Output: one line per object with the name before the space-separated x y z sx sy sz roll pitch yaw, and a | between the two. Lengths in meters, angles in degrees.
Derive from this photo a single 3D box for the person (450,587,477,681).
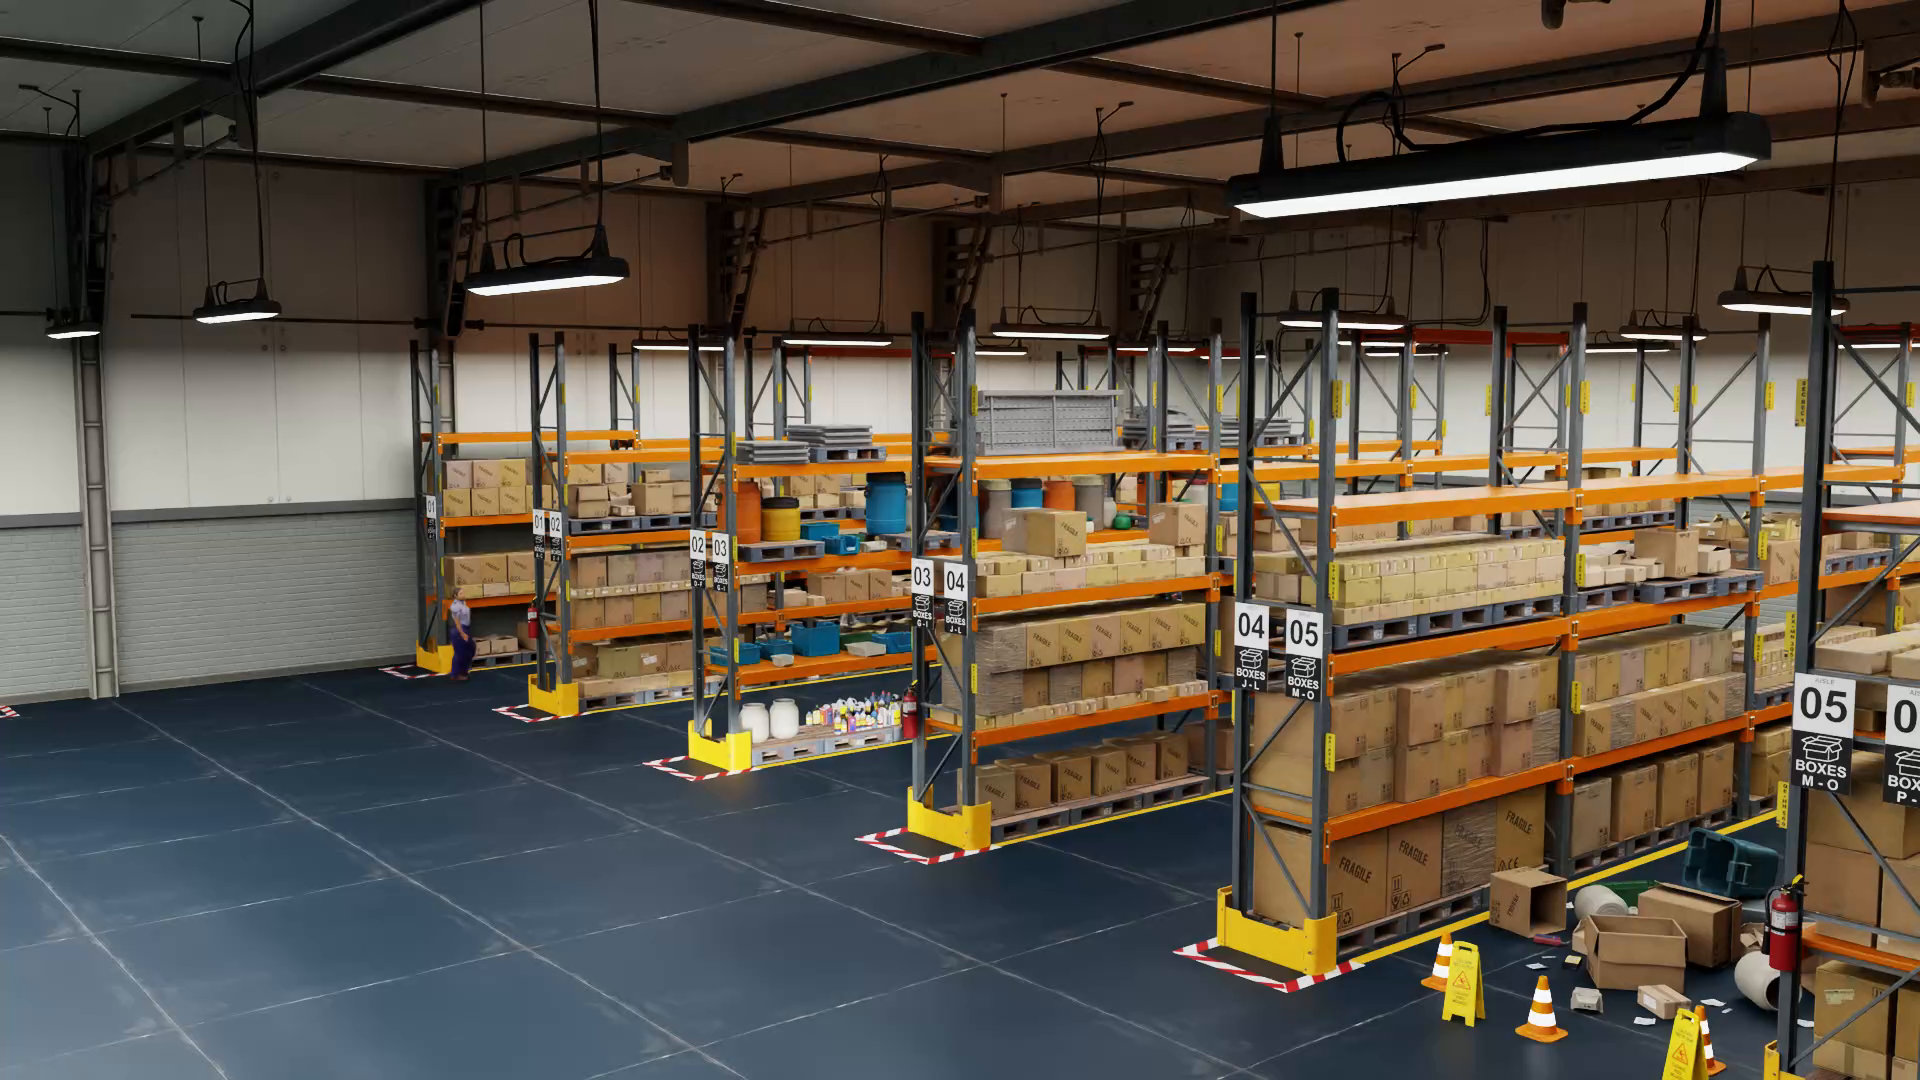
person | -8.703 1.664 29.104 0.461 1.692 0.514 -1 5 -16

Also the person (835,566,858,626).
person | -2.365 1.153 33.855 0.484 1.741 1.016 5 7 42
